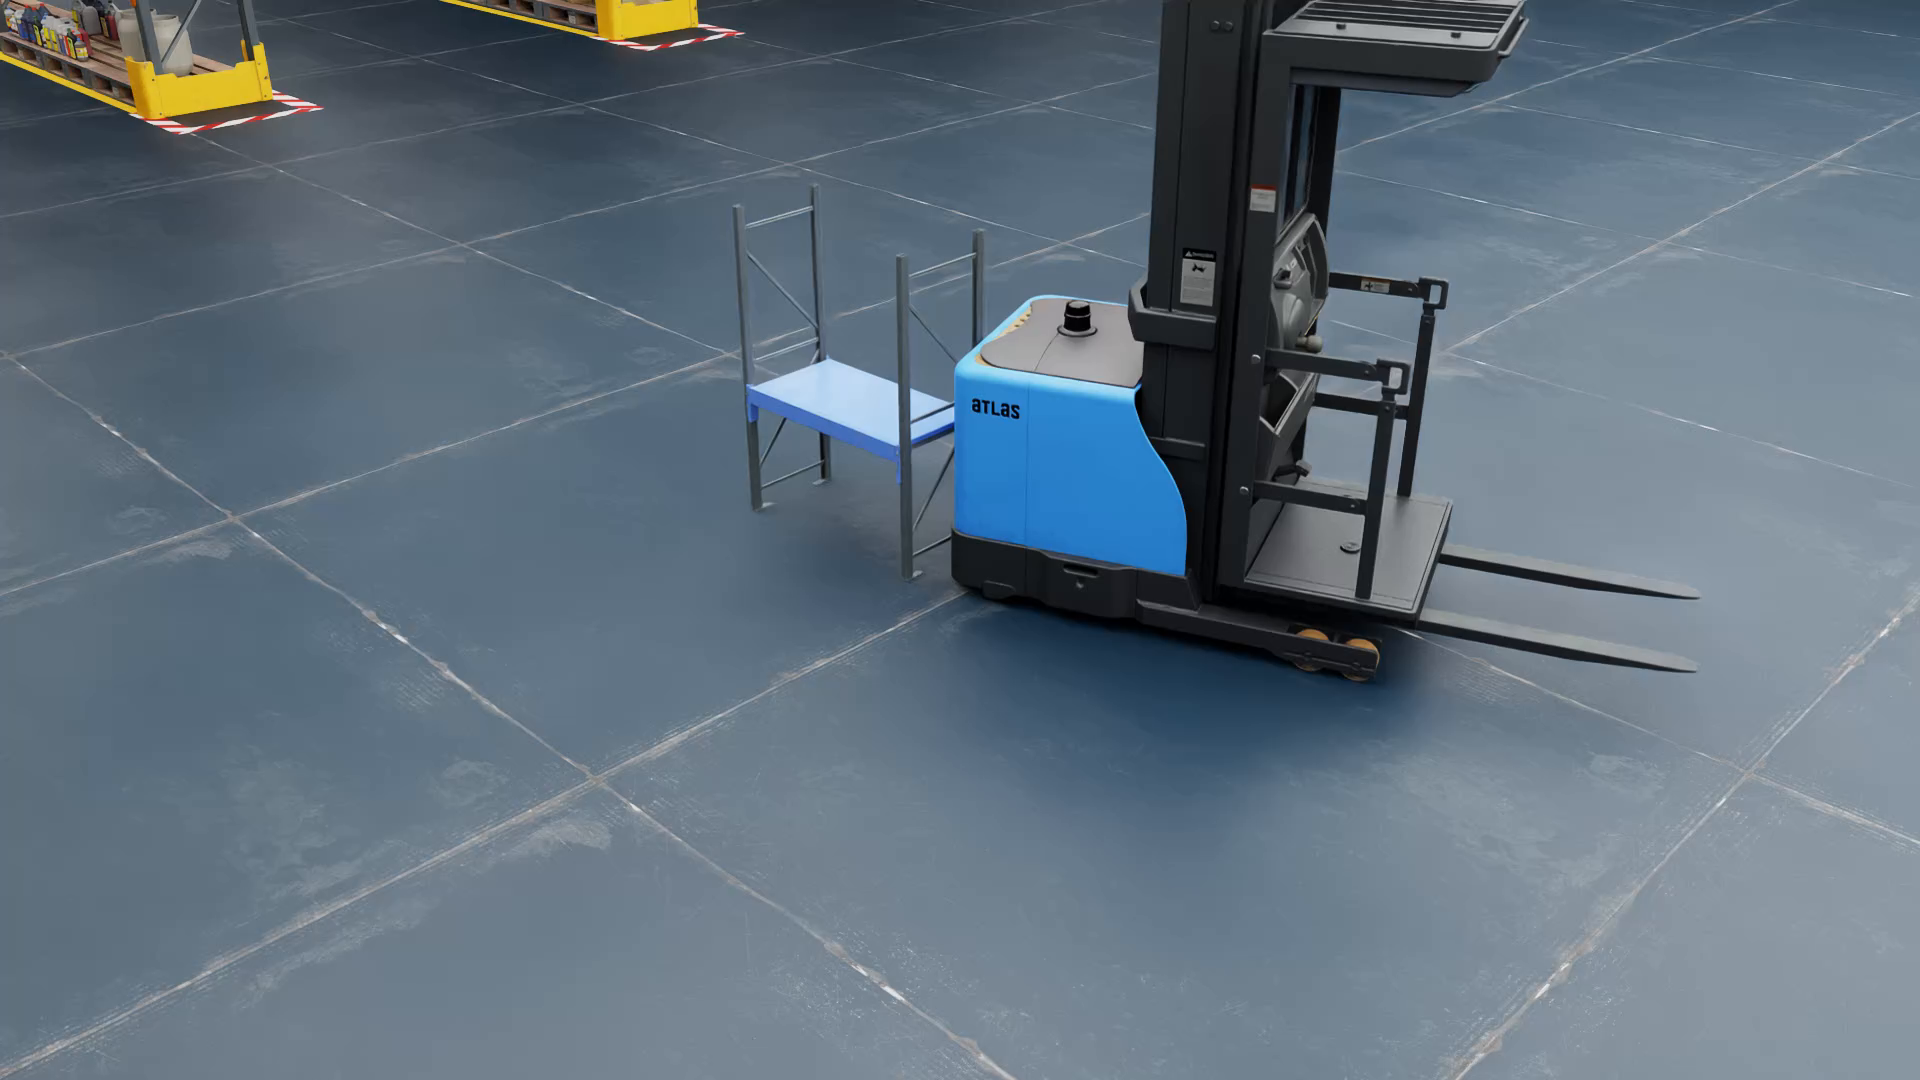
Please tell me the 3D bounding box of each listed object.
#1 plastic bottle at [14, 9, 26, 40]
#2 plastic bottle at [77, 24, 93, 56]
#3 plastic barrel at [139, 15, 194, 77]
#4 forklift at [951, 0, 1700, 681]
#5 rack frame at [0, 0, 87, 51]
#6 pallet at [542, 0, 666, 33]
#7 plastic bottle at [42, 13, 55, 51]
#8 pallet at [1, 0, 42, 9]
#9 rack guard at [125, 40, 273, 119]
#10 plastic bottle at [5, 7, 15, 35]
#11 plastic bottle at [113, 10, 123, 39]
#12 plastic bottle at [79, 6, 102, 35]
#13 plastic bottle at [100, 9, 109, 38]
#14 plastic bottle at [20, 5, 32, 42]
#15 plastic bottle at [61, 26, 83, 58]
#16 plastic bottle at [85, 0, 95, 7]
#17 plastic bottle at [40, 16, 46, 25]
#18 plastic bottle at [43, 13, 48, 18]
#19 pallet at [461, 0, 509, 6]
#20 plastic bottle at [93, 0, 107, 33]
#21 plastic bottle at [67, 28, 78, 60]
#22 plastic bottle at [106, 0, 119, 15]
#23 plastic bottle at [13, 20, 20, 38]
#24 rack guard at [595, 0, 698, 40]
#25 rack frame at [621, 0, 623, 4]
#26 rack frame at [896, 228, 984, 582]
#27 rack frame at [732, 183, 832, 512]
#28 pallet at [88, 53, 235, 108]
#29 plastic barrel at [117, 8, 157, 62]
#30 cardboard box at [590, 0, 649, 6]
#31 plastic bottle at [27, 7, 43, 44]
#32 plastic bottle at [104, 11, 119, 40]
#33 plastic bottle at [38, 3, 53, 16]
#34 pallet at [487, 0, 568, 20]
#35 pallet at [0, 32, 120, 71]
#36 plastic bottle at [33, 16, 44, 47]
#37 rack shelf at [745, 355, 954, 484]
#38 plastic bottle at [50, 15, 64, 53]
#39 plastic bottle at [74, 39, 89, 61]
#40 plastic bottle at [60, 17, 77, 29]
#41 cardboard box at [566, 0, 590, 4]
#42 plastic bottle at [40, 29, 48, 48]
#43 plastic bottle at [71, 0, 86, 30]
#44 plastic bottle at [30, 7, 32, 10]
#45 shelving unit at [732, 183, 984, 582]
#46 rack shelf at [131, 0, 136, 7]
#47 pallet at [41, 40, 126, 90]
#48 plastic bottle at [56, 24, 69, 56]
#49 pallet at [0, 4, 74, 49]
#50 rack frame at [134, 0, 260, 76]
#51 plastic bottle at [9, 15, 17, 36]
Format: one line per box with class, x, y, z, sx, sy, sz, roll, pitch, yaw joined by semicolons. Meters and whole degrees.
plastic bottle;-9.564;-5.280;17.023;0.152;0.276;0.135;-24;36;-37
plastic bottle;-8.585;-4.905;16.301;0.133;0.283;0.061;25;36;38
plastic barrel;-7.404;-4.606;15.508;0.421;0.512;0.421;0;28;0
forklift;1.530;-1.013;6.527;3.031;2.935;1.130;11;30;20
rack frame;-9.734;-6.637;17.149;0.127;3.000;1.000;25;36;38
pallet;-4.018;-6.043;19.015;1.213;0.211;1.003;25;36;38
plastic bottle;-9.011;-5.058;16.519;0.185;0.351;0.144;24;36;38
pallet;-11.195;-6.044;19.018;1.213;0.211;1.003;25;36;38
rack guard;-6.968;-4.235;15.266;0.348;0.500;1.175;25;36;38
plastic bottle;-9.814;-5.375;17.207;0.097;0.271;0.097;0;28;0
plastic bottle;-8.592;-5.289;17.040;0.152;0.276;0.135;-25;36;-38
plastic bottle;-9.021;-5.392;17.235;0.135;0.276;0.152;25;36;38
plastic bottle;-8.759;-5.304;17.061;0.133;0.283;0.061;25;36;38
plastic bottle;-9.449;-5.258;16.900;0.144;0.351;0.185;-24;36;-38
plastic bottle;-8.659;-4.866;16.235;0.135;0.276;0.152;25;37;39
plastic bottle;-9.072;-5.545;17.445;0.185;0.351;0.144;23;36;37
plastic bottle;-9.183;-5.126;16.734;0.097;0.271;0.097;0;28;0
plastic bottle;-9.261;-5.216;16.905;0.097;0.271;0.097;0;28;0
pallet;-5.757;-6.839;20.530;1.213;0.211;1.003;25;36;38
plastic bottle;-8.935;-5.482;17.326;0.185;0.351;0.144;22;35;36
plastic bottle;-8.594;-4.810;16.121;0.061;0.283;0.133;-24;36;-38
plastic bottle;-8.705;-5.377;17.126;0.185;0.351;0.144;24;36;38
plastic bottle;-9.669;-5.277;17.097;0.097;0.201;0.097;0;28;0
rack guard;-3.463;-5.894;18.422;0.348;0.500;1.175;25;36;38
rack frame;-3.409;-6.975;17.793;0.127;3.000;1.000;25;36;38
rack frame;-0.079;-0.565;7.213;0.032;1.500;0.500;23;36;37
rack frame;-0.823;-0.887;7.826;0.032;1.500;0.500;23;36;37
pallet;-7.544;-4.374;15.841;1.213;0.211;1.003;25;36;38
plastic barrel;-7.762;-4.769;15.819;0.421;0.512;0.421;0;28;0
cardboard box;-3.842;-6.264;18.675;0.500;0.500;0.500;-18;33;-30
plastic bottle;-9.314;-5.197;16.783;0.185;0.351;0.144;23;35;36
plastic bottle;-8.666;-5.257;16.971;0.133;0.283;0.061;25;36;38
plastic bottle;-9.348;-5.306;16.991;0.185;0.351;0.144;25;36;38
pallet;-4.883;-6.441;19.772;1.213;0.211;1.003;25;36;38
pallet;-9.284;-5.170;17.355;1.213;0.211;1.003;25;36;38
plastic bottle;-9.226;-5.099;16.670;0.061;0.283;0.133;-23;36;-37
rack shelf;-0.451;-0.567;7.603;1.000;0.185;0.538;23;36;37
plastic bottle;-8.879;-4.997;16.404;0.144;0.351;0.185;-24;36;-37
plastic bottle;-8.498;-4.742;16.079;0.097;0.201;0.097;0;28;0
plastic bottle;-8.925;-5.082;16.646;0.135;0.276;0.152;25;36;38
cardboard box;-4.293;-6.448;19.024;0.500;0.500;0.500;-15;31;-27
plastic bottle;-9.129;-5.030;16.627;0.097;0.201;0.097;0;28;0
plastic bottle;-9.173;-5.497;17.354;0.185;0.351;0.144;25;36;38
plastic bottle;-9.490;-5.319;17.089;0.133;0.283;0.061;25;36;38
shelving unit;-0.451;-0.726;7.520;1.048;1.500;0.538;23;36;37
rack shelf;-8.307;-5.666;16.075;4.000;0.370;1.077;25;36;38
pallet;-8.410;-4.772;16.598;1.213;0.211;1.003;25;36;38
plastic bottle;-8.758;-4.911;16.321;0.135;0.276;0.152;23;36;37
pallet;-10.321;-5.646;18.261;1.213;0.211;1.003;25;36;38
rack frame;-6.881;-5.332;14.667;0.127;3.000;1.000;25;36;38
plastic bottle;-9.741;-5.310;17.160;0.097;0.201;0.097;0;28;0
